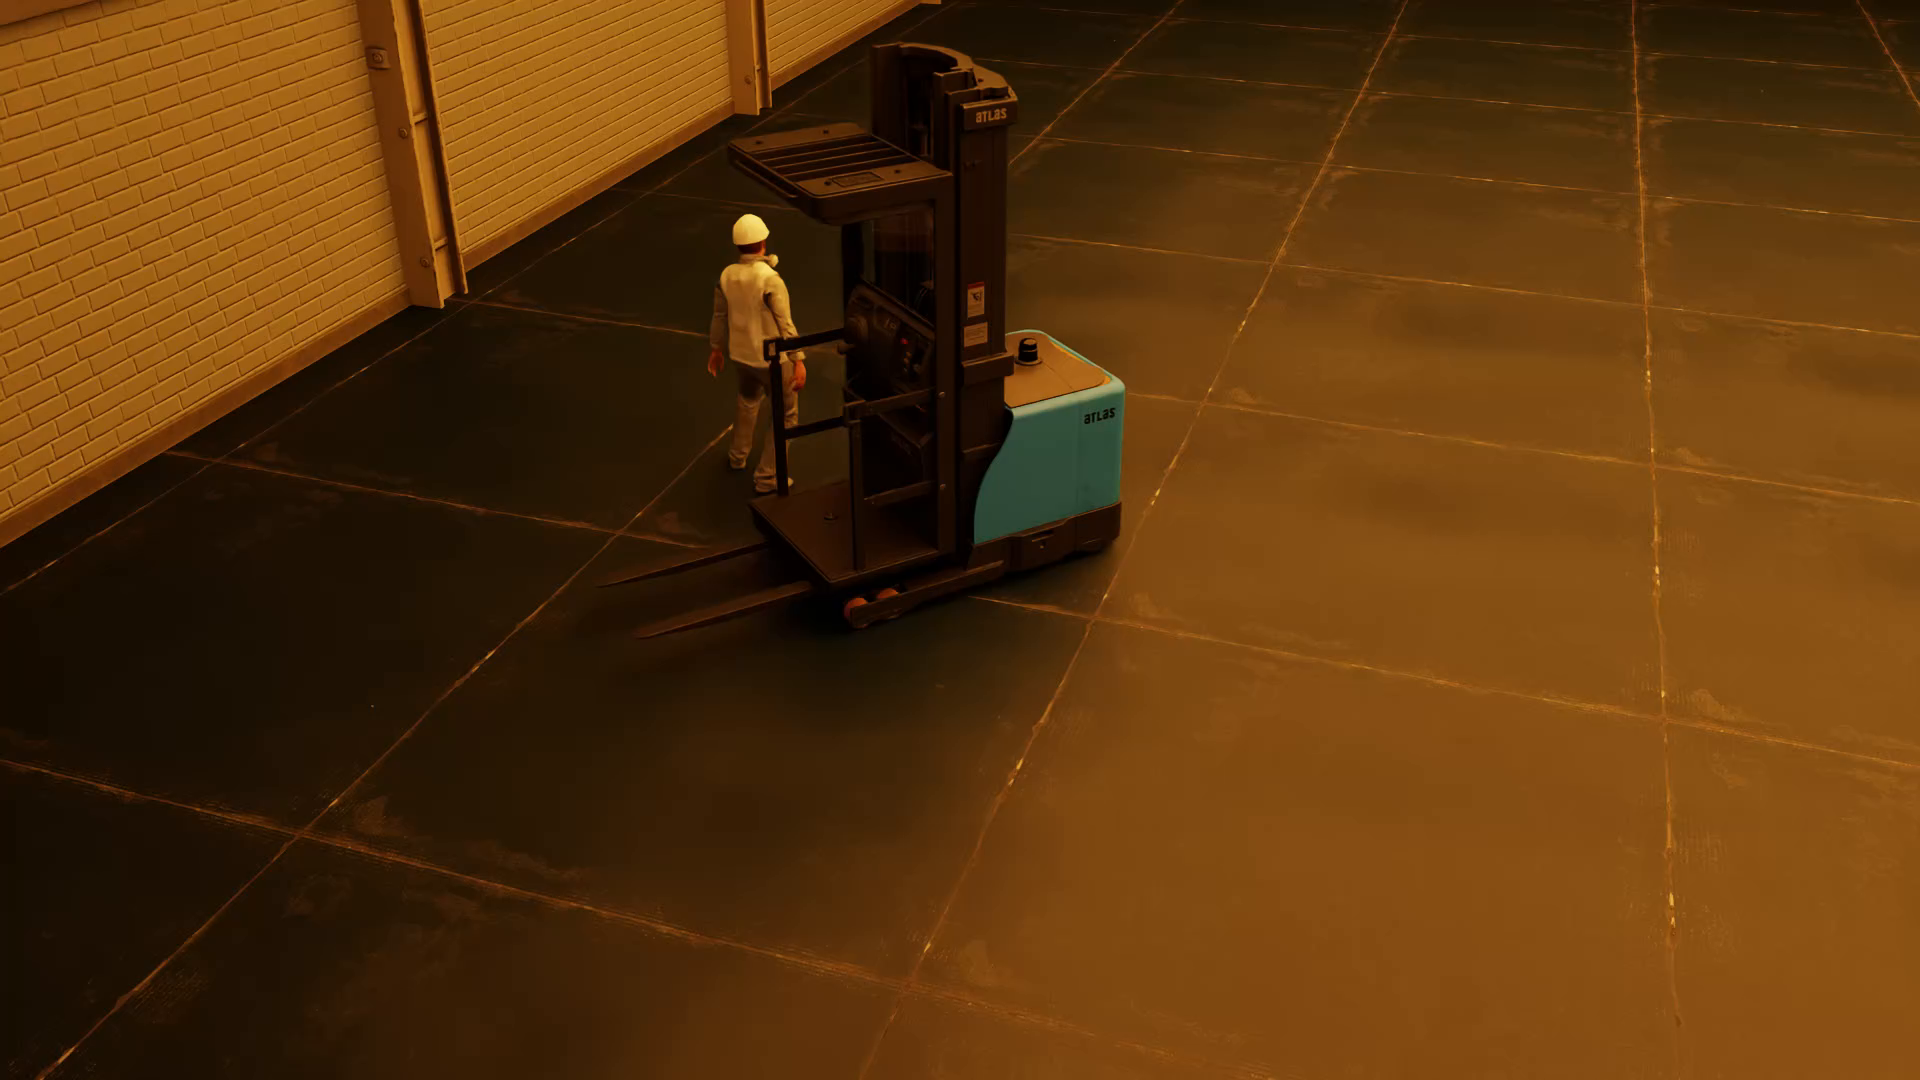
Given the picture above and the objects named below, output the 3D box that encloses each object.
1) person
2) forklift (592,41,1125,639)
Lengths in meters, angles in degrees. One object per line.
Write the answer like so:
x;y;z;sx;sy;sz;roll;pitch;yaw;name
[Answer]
-1.249;-1.152;10.425;0.852;1.748;0.472;23;37;34;person
-0.569;-1.082;9.034;3.031;2.935;1.130;-16;33;-26;forklift
